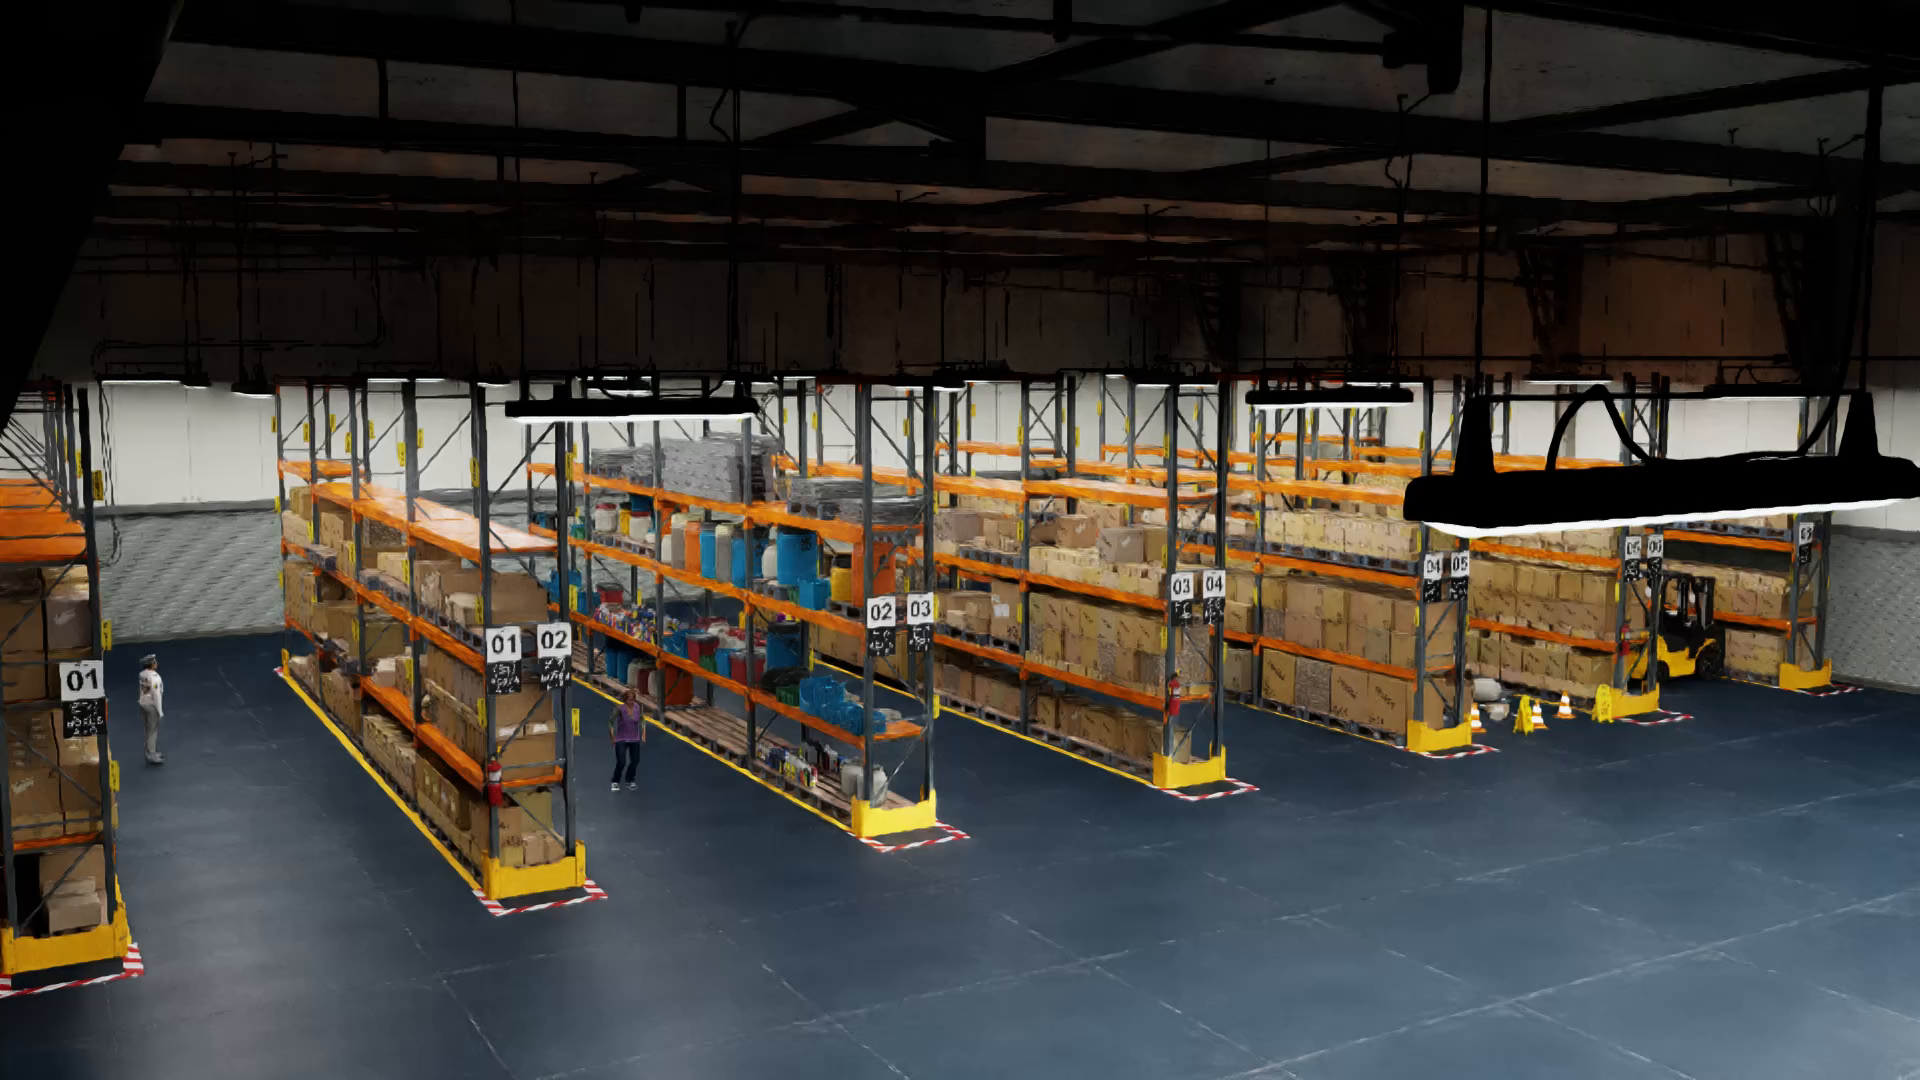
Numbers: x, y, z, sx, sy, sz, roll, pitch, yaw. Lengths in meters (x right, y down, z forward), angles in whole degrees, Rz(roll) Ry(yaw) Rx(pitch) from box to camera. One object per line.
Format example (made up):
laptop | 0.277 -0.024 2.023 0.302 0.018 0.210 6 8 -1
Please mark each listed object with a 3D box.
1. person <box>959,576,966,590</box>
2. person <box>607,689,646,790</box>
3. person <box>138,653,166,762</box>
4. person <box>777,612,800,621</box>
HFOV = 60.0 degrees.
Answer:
person | 0.040 0.839 42.196 0.765 1.785 0.534 5 8 40
person | -4.876 2.917 24.304 0.566 1.541 0.519 -4 7 -32
person | -12.707 2.621 26.148 0.582 1.682 0.364 5 8 39
person | -3.276 1.914 32.629 0.589 1.714 1.043 -4 7 -31
